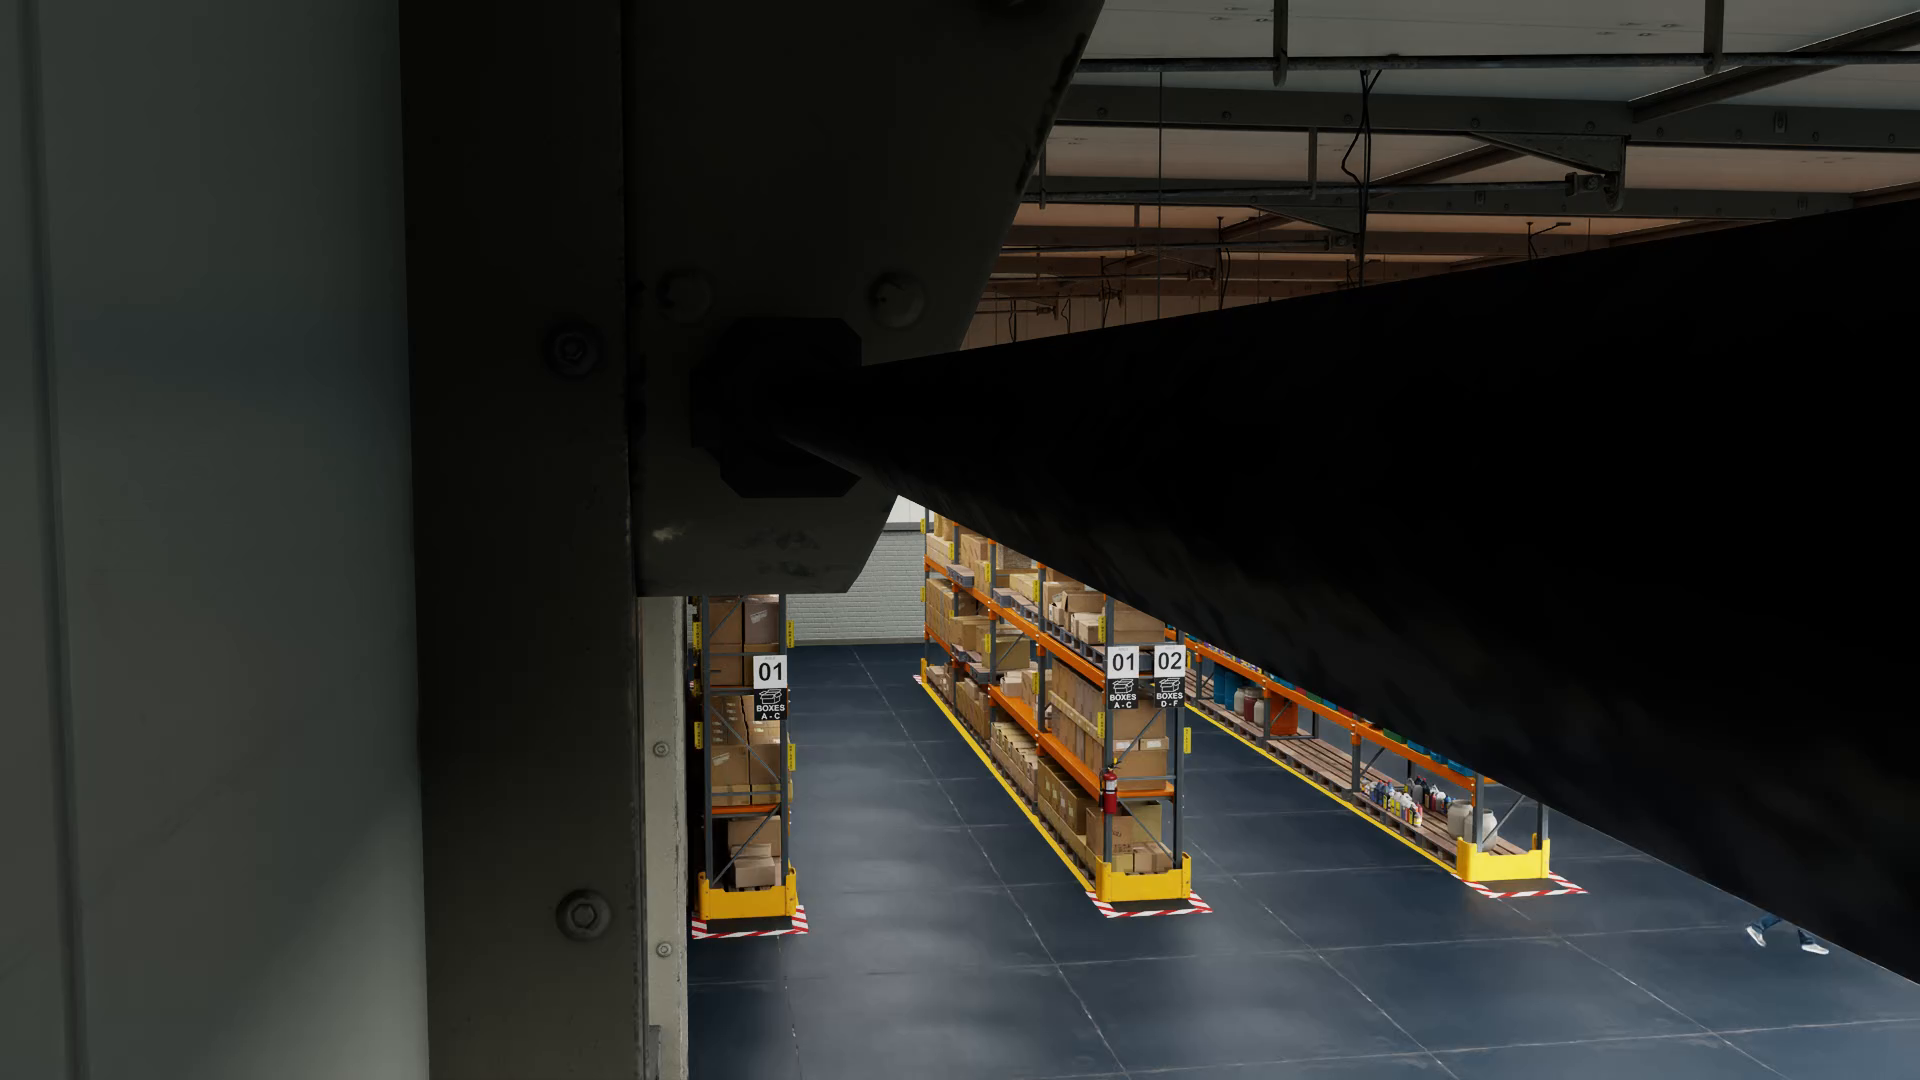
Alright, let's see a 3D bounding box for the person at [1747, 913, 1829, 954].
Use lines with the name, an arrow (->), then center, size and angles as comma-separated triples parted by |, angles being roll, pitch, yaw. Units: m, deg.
person -> 9.341, 3.877, 18.729 | 0.881, 1.560, 0.537 | 1, 5, 11
